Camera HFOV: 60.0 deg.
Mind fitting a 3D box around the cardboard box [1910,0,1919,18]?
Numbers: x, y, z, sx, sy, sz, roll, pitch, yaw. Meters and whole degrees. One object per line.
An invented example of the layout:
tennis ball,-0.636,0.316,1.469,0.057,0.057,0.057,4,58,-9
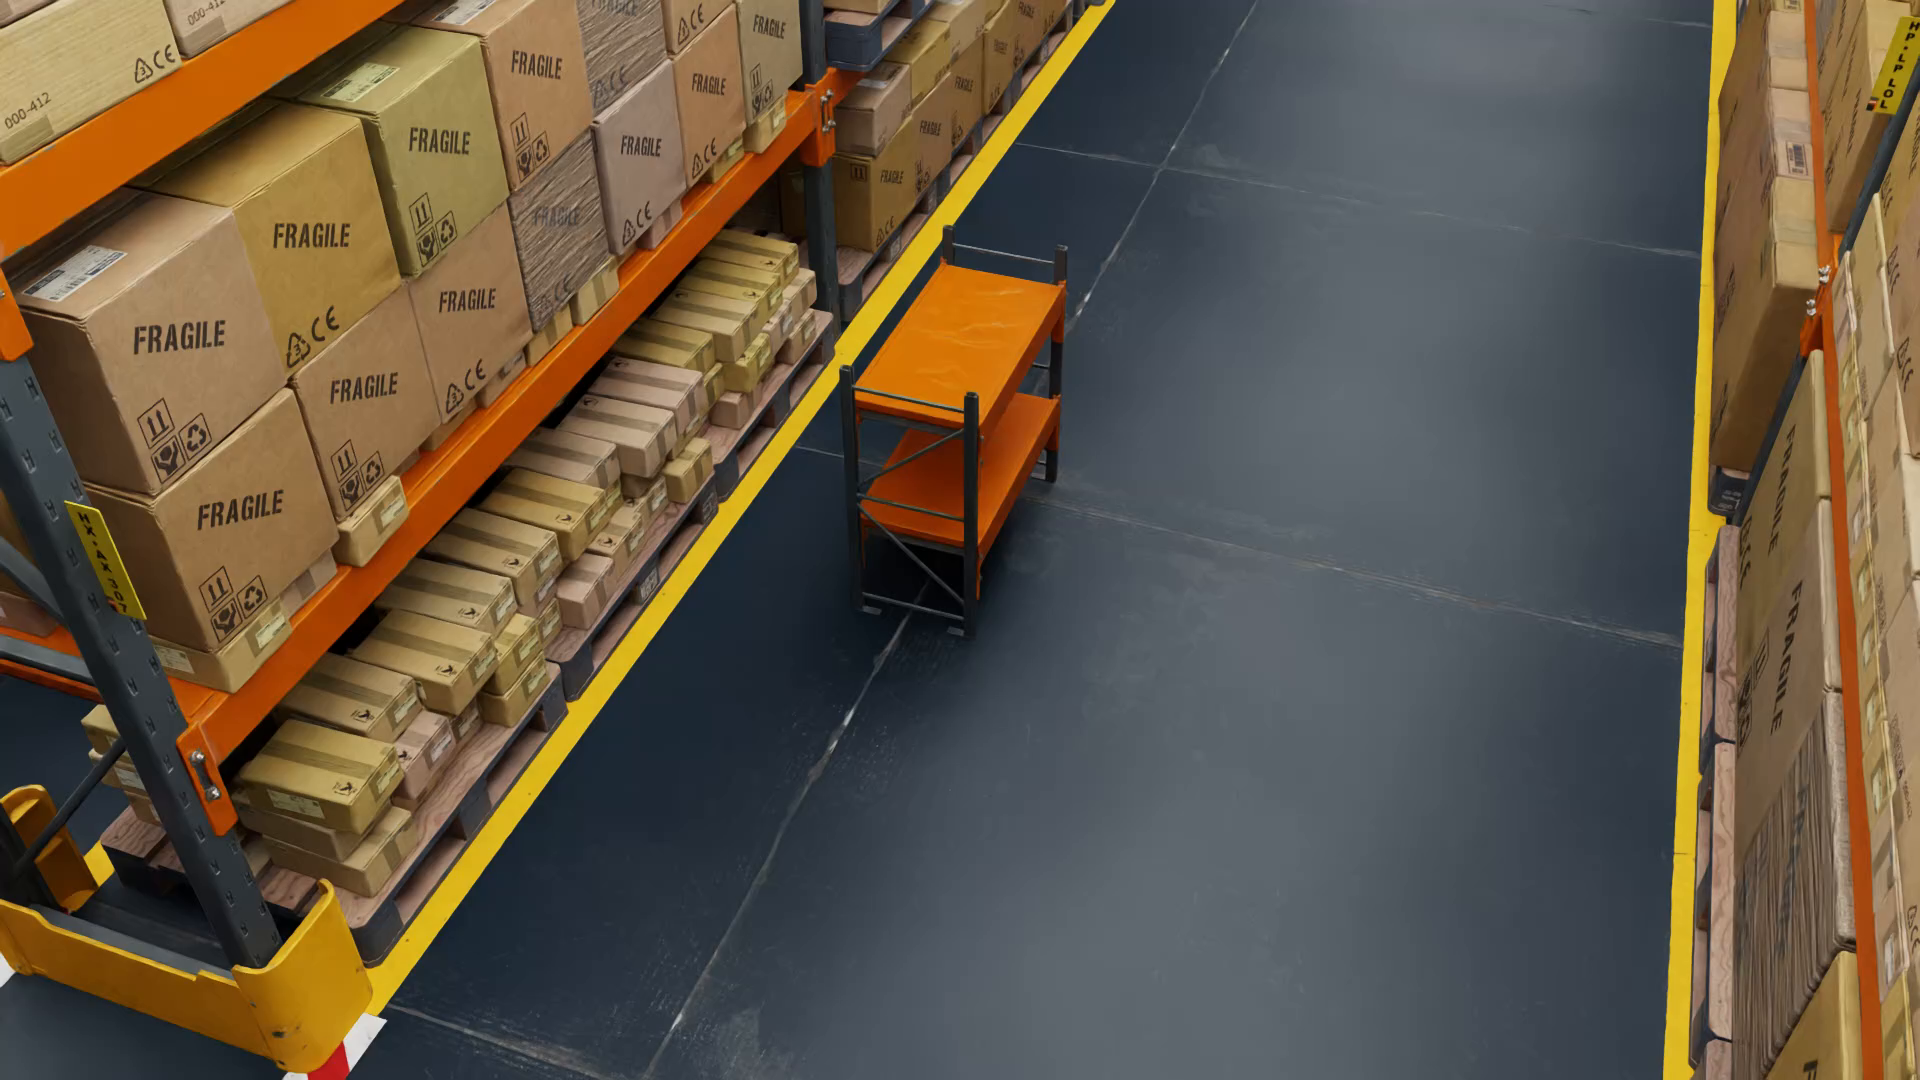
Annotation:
cardboard box,4.031,-2.247,6.222,0.797,0.503,0.637,14,42,16

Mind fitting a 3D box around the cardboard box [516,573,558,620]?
cardboard box,-1.661,0.168,5.886,0.380,0.149,0.250,11,42,13

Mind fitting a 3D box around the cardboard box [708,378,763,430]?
cardboard box,-1.063,-0.627,7.047,0.380,0.149,0.250,12,42,14

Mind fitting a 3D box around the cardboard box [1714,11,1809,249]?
cardboard box,4.375,-1.852,7.924,1.225,0.875,0.875,13,42,15

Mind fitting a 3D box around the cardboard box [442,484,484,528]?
cardboard box,-1.986,-0.206,6.095,0.380,0.149,0.250,12,42,14

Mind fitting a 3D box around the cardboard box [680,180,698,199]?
cardboard box,-1.215,-1.387,6.258,0.380,0.149,0.250,12,42,14

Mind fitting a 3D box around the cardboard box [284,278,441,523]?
cardboard box,-1.847,-0.438,4.646,0.500,0.500,0.500,13,42,15

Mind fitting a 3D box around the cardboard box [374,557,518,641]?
cardboard box,-1.726,0.222,5.593,0.380,0.149,0.250,11,42,13

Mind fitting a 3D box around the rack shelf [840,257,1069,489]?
rack shelf,-0.002,-0.646,6.190,0.538,0.278,1.000,13,42,15

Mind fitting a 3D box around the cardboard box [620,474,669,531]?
cardboard box,-1.372,-0.167,6.508,0.380,0.149,0.250,14,42,16

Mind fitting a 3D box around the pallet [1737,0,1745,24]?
pallet,5.630,-3.616,10.826,1.003,0.211,1.213,13,42,15

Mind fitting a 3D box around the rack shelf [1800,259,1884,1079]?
rack shelf,2.891,0.474,4.438,1.077,0.370,4.000,13,42,15

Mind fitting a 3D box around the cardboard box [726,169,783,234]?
cardboard box,-1.035,-1.898,8.266,0.500,0.500,0.500,13,42,14

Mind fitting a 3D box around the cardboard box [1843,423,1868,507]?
cardboard box,2.806,-0.180,4.843,0.380,0.149,0.250,13,42,14

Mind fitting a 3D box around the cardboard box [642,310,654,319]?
cardboard box,-1.528,-0.889,7.125,0.380,0.149,0.250,13,42,15

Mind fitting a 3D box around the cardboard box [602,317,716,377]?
cardboard box,-1.219,-0.750,6.732,0.380,0.149,0.250,15,43,16

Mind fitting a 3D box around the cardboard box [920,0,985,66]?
cardboard box,-0.193,-2.704,8.632,0.500,0.250,0.500,15,43,17

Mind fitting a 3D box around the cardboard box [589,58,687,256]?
cardboard box,-1.302,-1.356,5.722,0.500,0.500,0.500,13,42,15

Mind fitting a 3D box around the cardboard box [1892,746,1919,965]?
cardboard box,2.297,0.700,3.504,0.500,0.250,0.500,13,42,14

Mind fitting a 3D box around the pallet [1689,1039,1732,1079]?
pallet,2.407,1.976,4.271,1.003,0.211,1.213,13,42,15

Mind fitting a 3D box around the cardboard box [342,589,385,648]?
cardboard box,-2.143,0.226,5.818,0.380,0.149,0.250,13,42,15

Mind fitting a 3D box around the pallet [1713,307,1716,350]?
pallet,4.183,-1.193,7.985,1.003,0.211,1.213,13,42,15

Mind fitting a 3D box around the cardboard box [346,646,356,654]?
cardboard box,-2.199,0.340,5.913,0.380,0.149,0.250,14,42,16

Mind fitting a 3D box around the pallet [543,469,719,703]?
pallet,-1.664,0.043,6.537,1.003,0.211,1.213,13,42,15

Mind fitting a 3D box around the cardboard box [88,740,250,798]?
cardboard box,-2.507,0.684,5.281,0.380,0.149,0.250,12,42,14

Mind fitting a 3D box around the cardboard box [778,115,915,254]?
cardboard box,-0.550,-1.783,8.131,0.500,0.500,0.500,15,43,17

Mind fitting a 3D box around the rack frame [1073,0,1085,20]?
rack frame,0.316,-4.622,9.856,1.000,3.000,0.127,13,42,15

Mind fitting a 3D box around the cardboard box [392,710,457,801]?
cardboard box,-1.853,0.652,5.318,0.380,0.149,0.250,13,42,15

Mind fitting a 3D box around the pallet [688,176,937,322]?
pallet,-0.787,-1.596,8.458,1.003,0.211,1.213,13,42,15

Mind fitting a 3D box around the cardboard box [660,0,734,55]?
cardboard box,-1.130,-2.050,5.766,0.500,0.500,0.500,12,42,14

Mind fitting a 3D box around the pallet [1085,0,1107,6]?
pallet,0.656,-4.025,11.305,1.003,0.211,1.213,13,42,15

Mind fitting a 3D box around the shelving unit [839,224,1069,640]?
shelving unit,-0.002,-0.424,6.380,0.538,1.125,1.048,13,42,15

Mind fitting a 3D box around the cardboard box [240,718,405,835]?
cardboard box,-1.921,0.712,5.019,0.380,0.149,0.250,11,42,13

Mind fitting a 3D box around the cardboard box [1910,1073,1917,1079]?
cardboard box,2.019,1.225,3.196,0.380,0.149,0.250,14,42,16

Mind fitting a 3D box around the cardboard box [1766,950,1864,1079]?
cardboard box,2.350,1.661,3.806,0.875,0.875,0.875,13,42,15

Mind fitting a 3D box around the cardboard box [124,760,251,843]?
cardboard box,-2.436,0.815,5.356,0.380,0.149,0.250,14,42,16

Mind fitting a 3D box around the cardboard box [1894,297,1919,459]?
cardboard box,2.821,-0.509,4.344,0.500,0.500,0.500,12,42,14

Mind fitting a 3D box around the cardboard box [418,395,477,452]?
cardboard box,-1.735,-0.437,5.144,0.380,0.149,0.250,13,42,15

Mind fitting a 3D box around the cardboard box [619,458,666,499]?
cardboard box,-1.374,-0.323,6.461,0.380,0.149,0.250,11,42,13

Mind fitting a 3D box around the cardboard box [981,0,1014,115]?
cardboard box,-0.010,-2.729,9.240,0.500,0.500,0.500,11,42,13

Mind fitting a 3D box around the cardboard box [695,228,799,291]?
cardboard box,-0.929,-1.209,7.270,0.380,0.149,0.250,14,43,16

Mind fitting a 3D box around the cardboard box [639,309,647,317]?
cardboard box,-1.554,-0.999,7.025,0.380,0.149,0.250,13,42,14

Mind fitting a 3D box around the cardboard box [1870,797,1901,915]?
cardboard box,2.280,0.761,3.741,0.380,0.149,0.250,14,42,16

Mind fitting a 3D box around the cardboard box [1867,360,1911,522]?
cardboard box,2.821,-0.228,4.592,0.500,0.250,0.500,14,43,16

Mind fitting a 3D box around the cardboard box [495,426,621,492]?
cardboard box,-1.494,-0.270,6.170,0.380,0.149,0.250,13,42,15

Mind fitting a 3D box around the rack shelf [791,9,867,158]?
rack shelf,-0.368,-3.128,8.660,1.077,0.370,4.000,13,42,15

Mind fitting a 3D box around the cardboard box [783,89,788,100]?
cardboard box,-0.930,-1.860,6.813,0.380,0.149,0.250,13,42,15

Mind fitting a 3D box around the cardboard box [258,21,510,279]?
cardboard box,-1.651,-1.110,4.664,0.500,0.500,0.500,12,42,14

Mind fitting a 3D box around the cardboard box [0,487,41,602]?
cardboard box,-2.508,-0.225,4.396,0.500,0.500,0.500,14,42,16

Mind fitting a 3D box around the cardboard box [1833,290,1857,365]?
cardboard box,3.071,-0.657,5.403,0.380,0.149,0.250,12,42,14

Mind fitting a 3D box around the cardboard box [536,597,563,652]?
cardboard box,-1.661,0.295,5.966,0.380,0.149,0.250,13,42,15

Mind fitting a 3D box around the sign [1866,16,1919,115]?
sign,3.061,-1.544,5.418,0.100,0.325,0.005,13,42,15

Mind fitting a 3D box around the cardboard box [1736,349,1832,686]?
cardboard box,3.274,0.014,5.736,0.875,0.875,0.875,13,42,15

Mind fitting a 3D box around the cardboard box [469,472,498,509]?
cardboard box,-1.993,-0.278,6.409,0.380,0.149,0.250,14,42,16

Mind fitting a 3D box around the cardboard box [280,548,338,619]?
cardboard box,-1.953,0.064,4.558,0.380,0.149,0.250,15,43,17

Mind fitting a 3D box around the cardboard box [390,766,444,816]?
cardboard box,-1.927,0.756,5.426,0.380,0.149,0.250,13,42,15

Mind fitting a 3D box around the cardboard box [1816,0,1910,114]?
cardboard box,3.826,-2.024,6.734,0.500,0.500,0.500,13,42,15

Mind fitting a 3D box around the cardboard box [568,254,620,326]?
cardboard box,-1.397,-0.891,5.677,0.380,0.149,0.250,14,42,16

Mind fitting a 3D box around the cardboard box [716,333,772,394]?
cardboard box,-1.017,-0.773,6.988,0.380,0.149,0.250,12,42,14

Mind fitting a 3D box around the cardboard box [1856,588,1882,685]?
cardboard box,2.542,0.293,4.289,0.380,0.149,0.250,14,42,16
